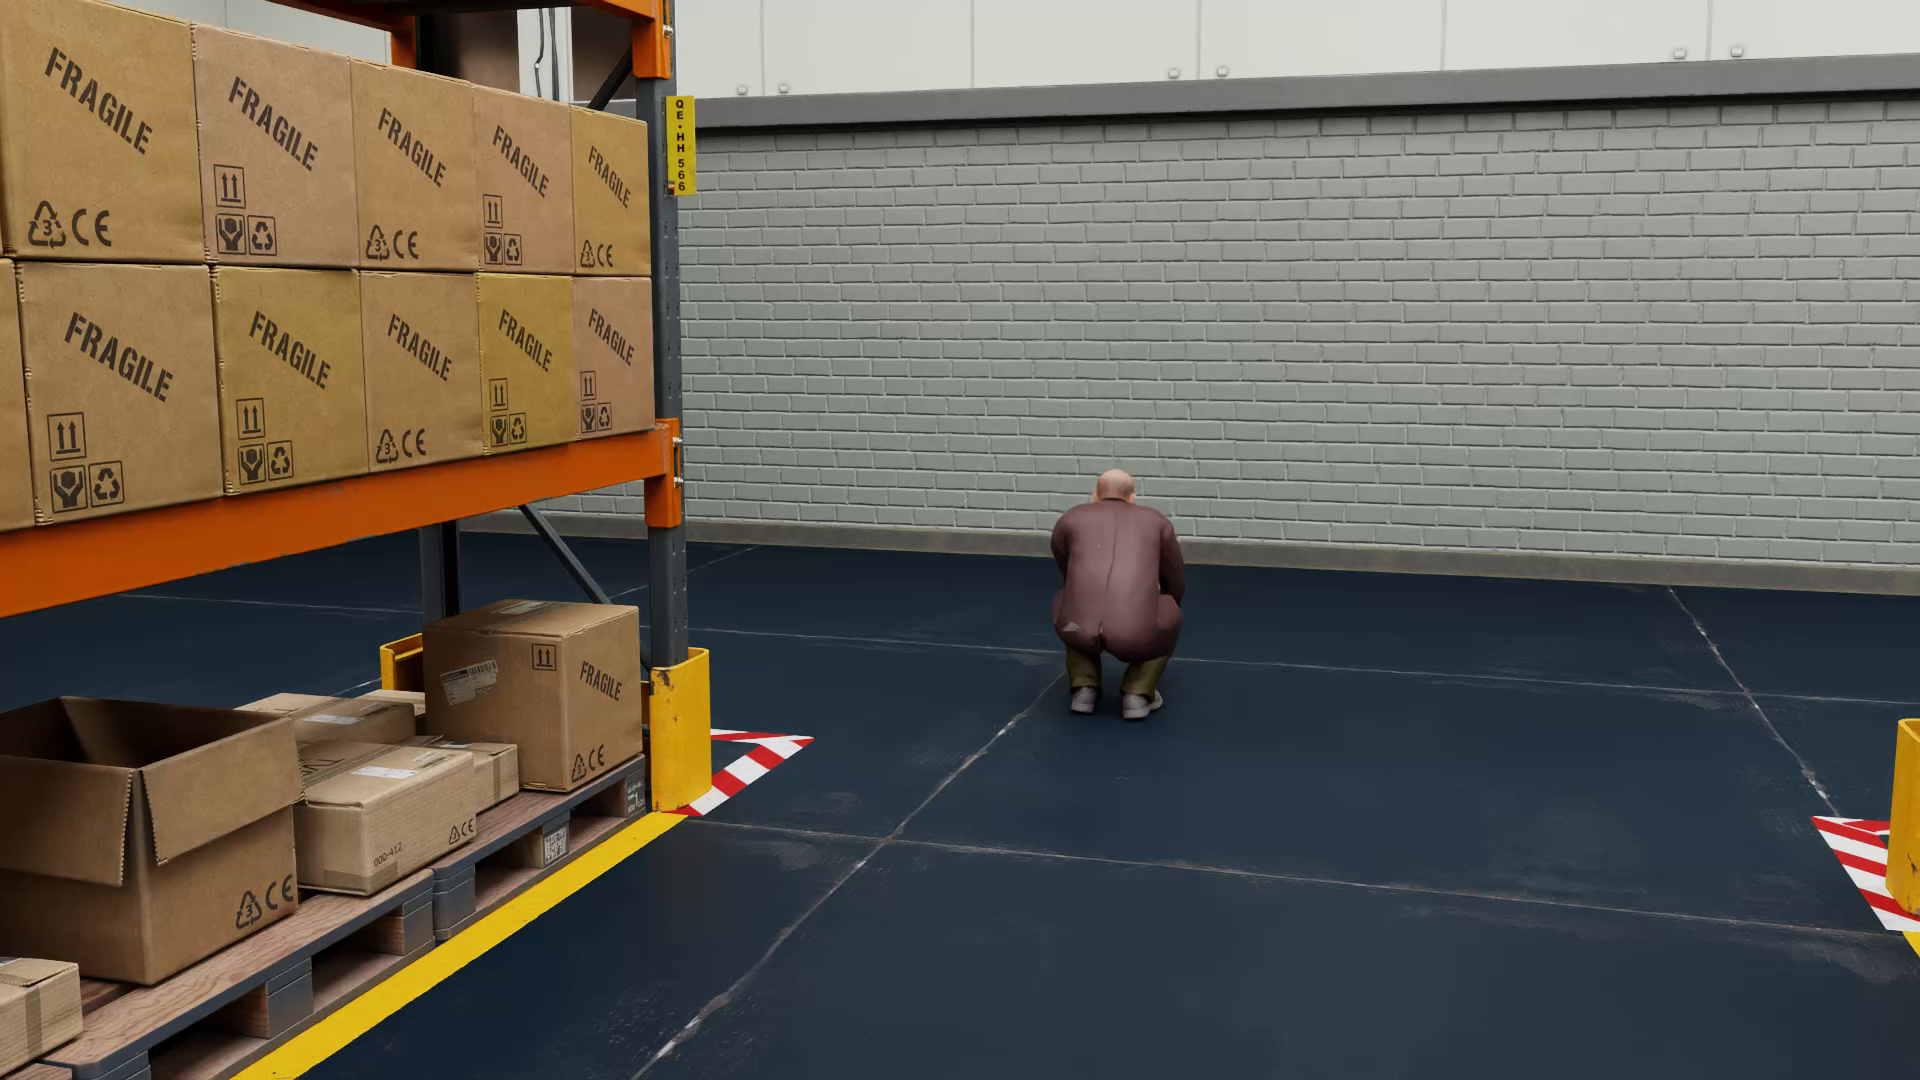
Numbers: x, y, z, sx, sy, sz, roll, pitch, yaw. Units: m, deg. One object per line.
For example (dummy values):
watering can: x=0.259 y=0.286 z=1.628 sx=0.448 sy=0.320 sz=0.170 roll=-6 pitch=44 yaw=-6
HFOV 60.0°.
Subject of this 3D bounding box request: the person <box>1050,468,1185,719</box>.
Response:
person: x=0.674 y=0.265 z=7.173 sx=0.600 sy=0.891 sz=0.895 roll=2 pitch=8 yaw=16
